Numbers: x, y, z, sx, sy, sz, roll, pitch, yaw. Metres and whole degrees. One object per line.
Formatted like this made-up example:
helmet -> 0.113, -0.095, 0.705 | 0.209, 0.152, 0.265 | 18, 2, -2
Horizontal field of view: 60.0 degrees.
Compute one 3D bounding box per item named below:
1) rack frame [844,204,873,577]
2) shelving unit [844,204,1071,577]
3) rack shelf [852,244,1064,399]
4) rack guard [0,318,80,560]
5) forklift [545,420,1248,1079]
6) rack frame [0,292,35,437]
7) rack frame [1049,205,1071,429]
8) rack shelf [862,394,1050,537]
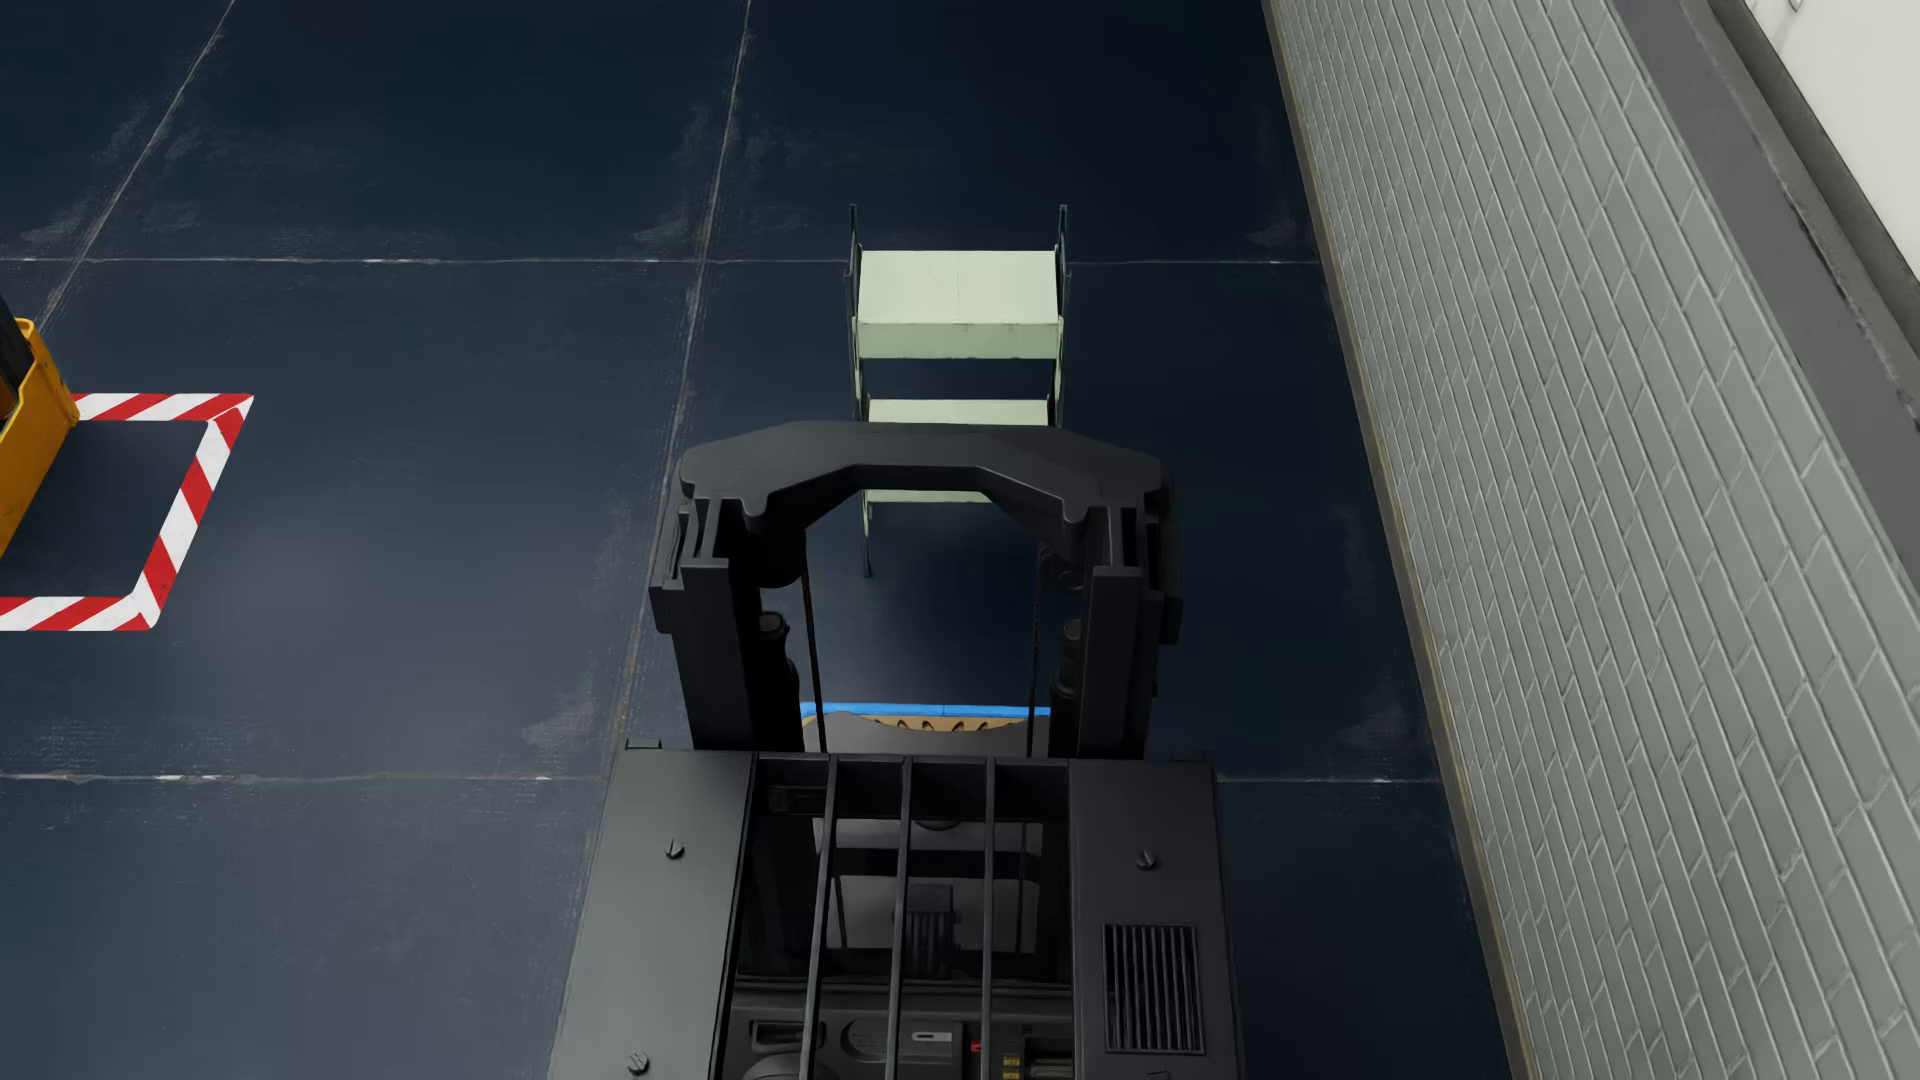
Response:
rack frame -> -0.373, -0.512, 6.202 | 0.023, 1.500, 0.400 | 0, 47, 0
shelving unit -> -0.007, -0.511, 6.201 | 0.755, 1.500, 0.431 | 0, 47, 0
rack shelf -> -0.007, -0.777, 5.915 | 0.720, 0.370, 0.431 | 0, 47, 0
rack guard -> -4.010, -0.324, 6.710 | 0.348, 0.500, 1.175 | 0, 47, 0
forklift -> -0.089, 1.293, 3.544 | 1.130, 2.935, 3.031 | 1, 47, 1
rack frame -> -3.934, -1.175, 5.795 | 0.127, 3.000, 1.000 | 0, 47, 0
rack frame -> 0.359, -0.510, 6.200 | 0.023, 1.500, 0.400 | 0, 47, 0
rack shelf -> -0.007, -0.289, 6.440 | 0.720, 0.370, 0.431 | 0, 47, 0
